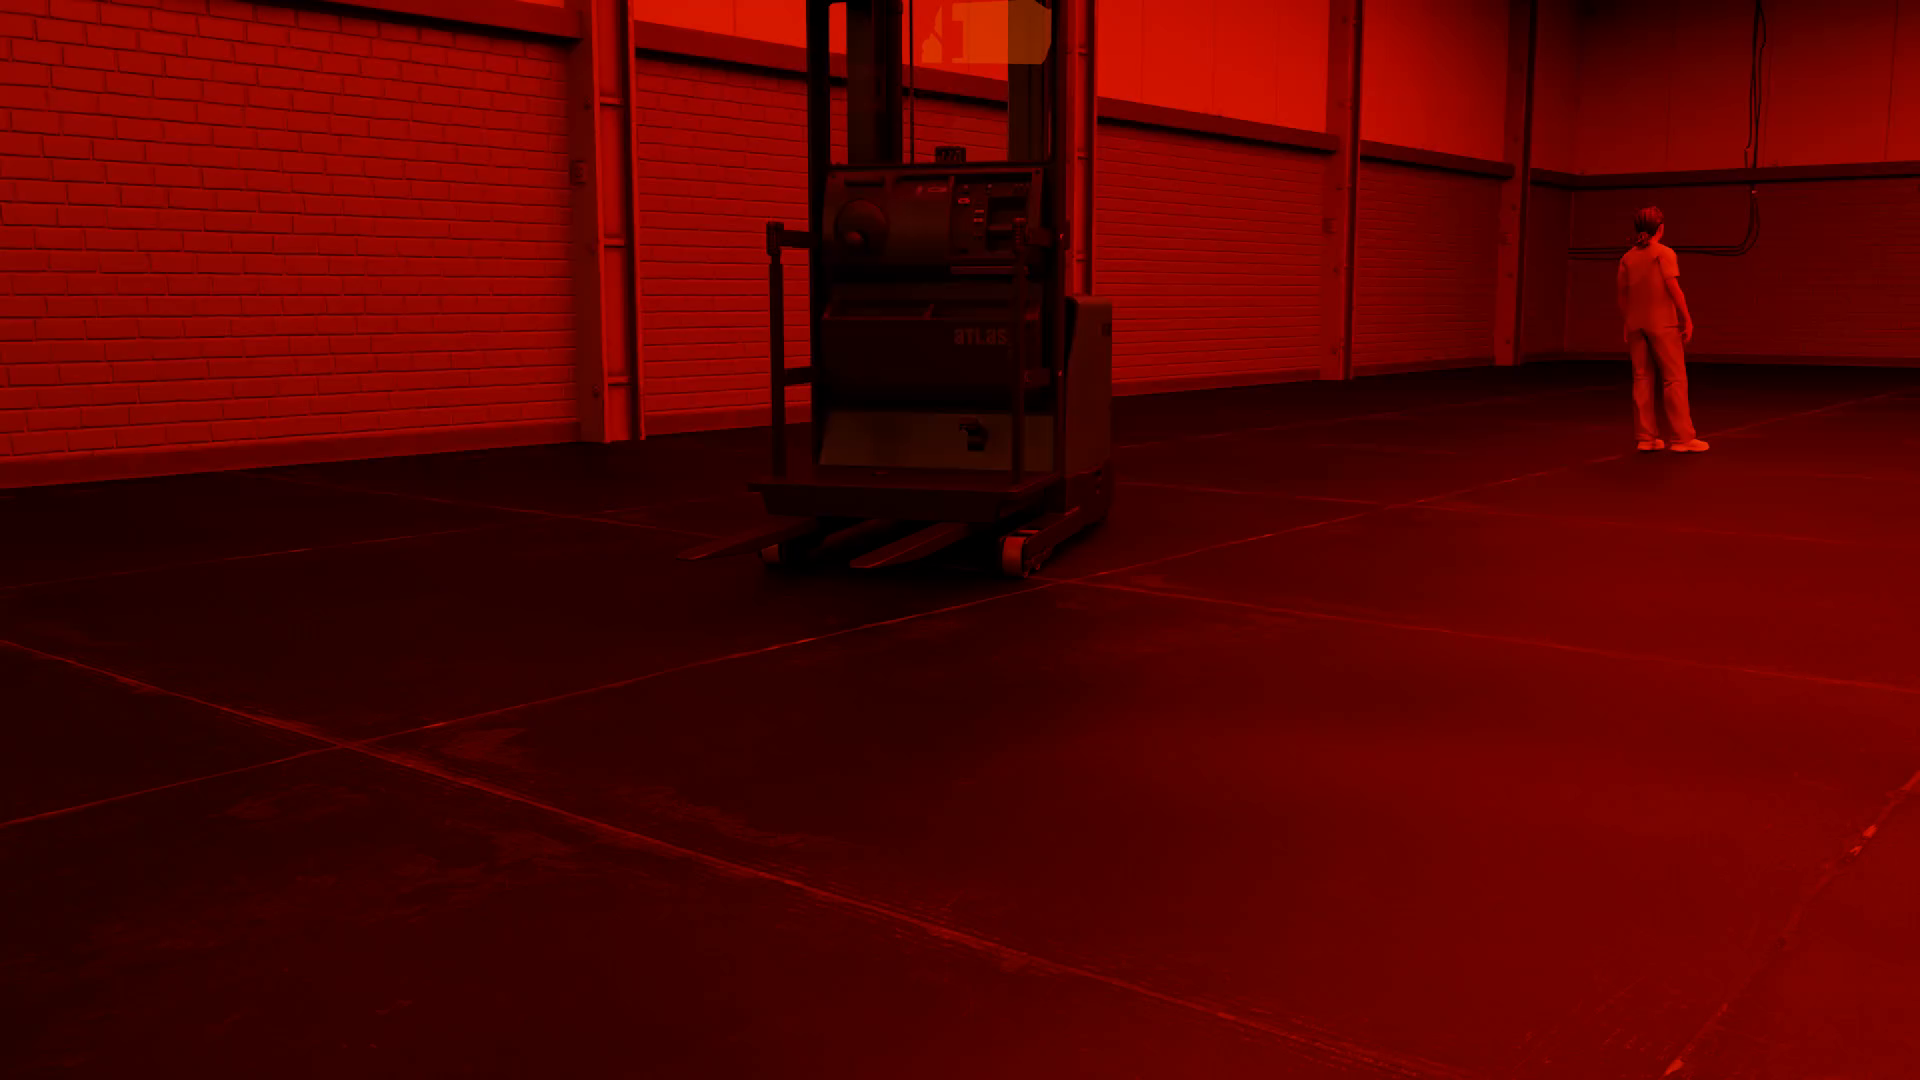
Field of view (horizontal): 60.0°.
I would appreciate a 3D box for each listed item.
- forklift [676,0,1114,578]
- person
[{"bbox_3d":[-0.176,-1.366,6.616,1.130,2.935,3.031,3,9,17],"label":"forklift"},{"bbox_3d":[4.852,-1.458,11.527,0.548,1.673,0.550,-5,10,-31],"label":"person"}]
